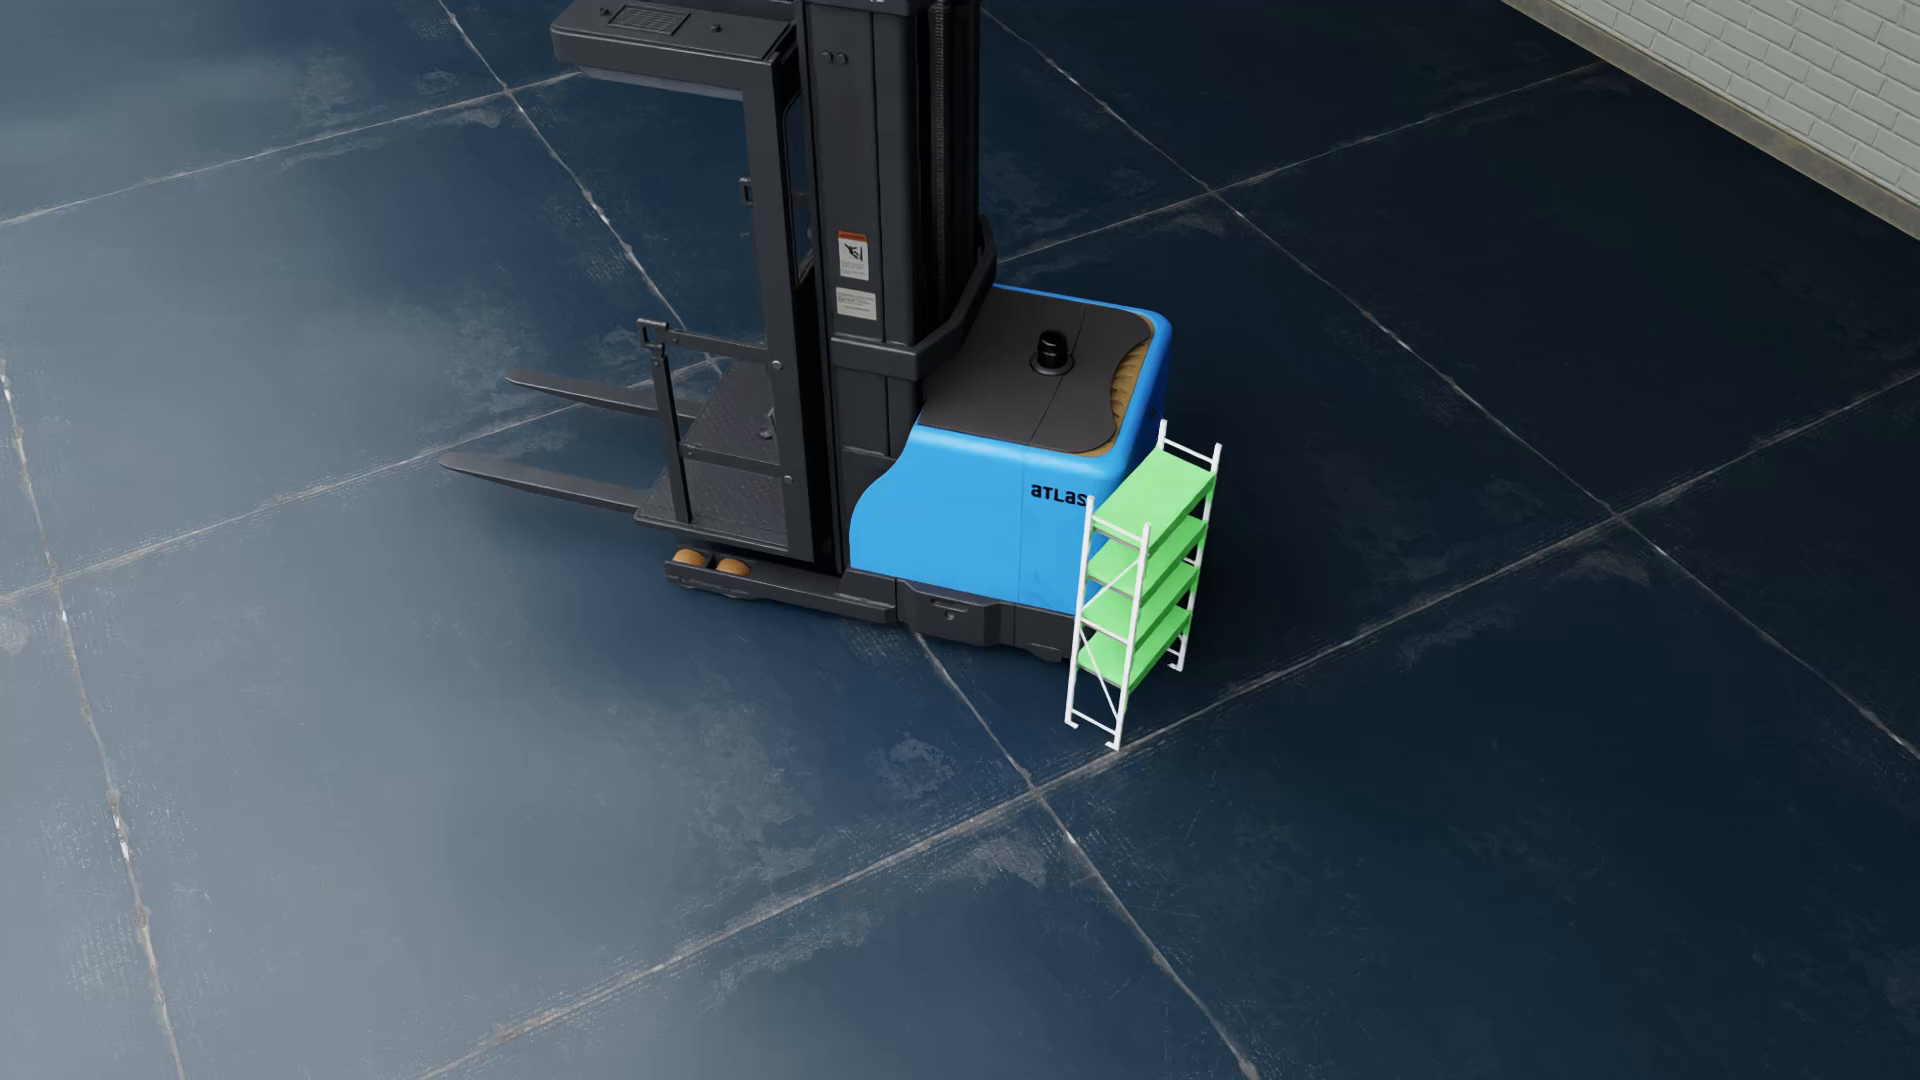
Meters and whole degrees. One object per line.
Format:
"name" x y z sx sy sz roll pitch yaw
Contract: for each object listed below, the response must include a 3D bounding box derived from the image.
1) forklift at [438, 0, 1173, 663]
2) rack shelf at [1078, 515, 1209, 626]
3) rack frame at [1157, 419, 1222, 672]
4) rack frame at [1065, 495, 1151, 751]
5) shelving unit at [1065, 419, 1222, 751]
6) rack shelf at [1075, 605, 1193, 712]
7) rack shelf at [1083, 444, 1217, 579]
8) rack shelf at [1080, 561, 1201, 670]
"forklift" -0.722 -1.151 6.261 3.031 2.935 1.130 12 45 12
"rack shelf" 0.664 0.063 5.995 0.258 0.148 0.480 27 50 23
"rack frame" 0.800 0.049 6.263 0.240 1.200 0.015 27 50 23
"rack frame" 0.520 0.327 5.976 0.240 1.200 0.015 27 50 23
"shelving unit" 0.660 0.188 6.119 0.258 1.200 0.503 27 50 23
"rack shelf" 0.654 0.403 6.334 0.258 0.148 0.480 27 50 23
"rack shelf" 0.668 -0.106 5.826 0.258 0.148 0.480 27 50 23
"rack shelf" 0.659 0.233 6.165 0.258 0.148 0.480 27 50 23
